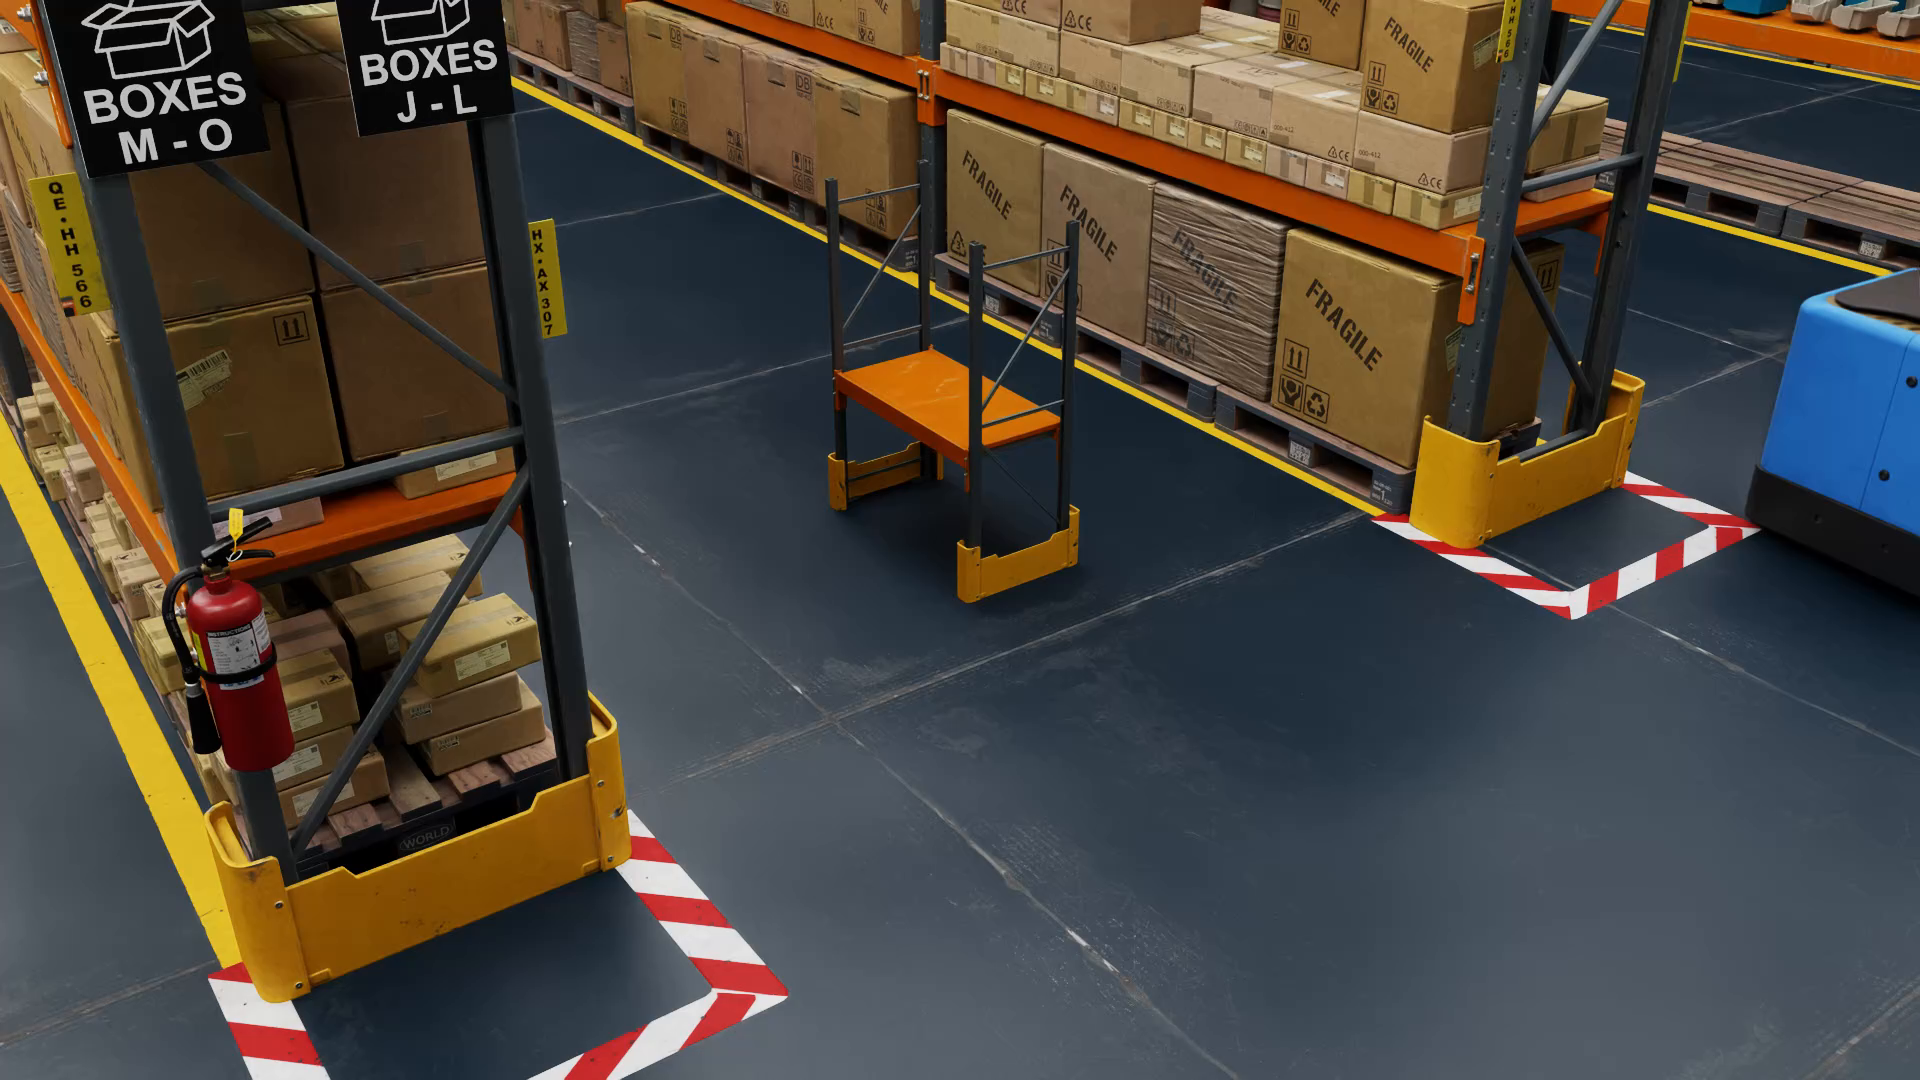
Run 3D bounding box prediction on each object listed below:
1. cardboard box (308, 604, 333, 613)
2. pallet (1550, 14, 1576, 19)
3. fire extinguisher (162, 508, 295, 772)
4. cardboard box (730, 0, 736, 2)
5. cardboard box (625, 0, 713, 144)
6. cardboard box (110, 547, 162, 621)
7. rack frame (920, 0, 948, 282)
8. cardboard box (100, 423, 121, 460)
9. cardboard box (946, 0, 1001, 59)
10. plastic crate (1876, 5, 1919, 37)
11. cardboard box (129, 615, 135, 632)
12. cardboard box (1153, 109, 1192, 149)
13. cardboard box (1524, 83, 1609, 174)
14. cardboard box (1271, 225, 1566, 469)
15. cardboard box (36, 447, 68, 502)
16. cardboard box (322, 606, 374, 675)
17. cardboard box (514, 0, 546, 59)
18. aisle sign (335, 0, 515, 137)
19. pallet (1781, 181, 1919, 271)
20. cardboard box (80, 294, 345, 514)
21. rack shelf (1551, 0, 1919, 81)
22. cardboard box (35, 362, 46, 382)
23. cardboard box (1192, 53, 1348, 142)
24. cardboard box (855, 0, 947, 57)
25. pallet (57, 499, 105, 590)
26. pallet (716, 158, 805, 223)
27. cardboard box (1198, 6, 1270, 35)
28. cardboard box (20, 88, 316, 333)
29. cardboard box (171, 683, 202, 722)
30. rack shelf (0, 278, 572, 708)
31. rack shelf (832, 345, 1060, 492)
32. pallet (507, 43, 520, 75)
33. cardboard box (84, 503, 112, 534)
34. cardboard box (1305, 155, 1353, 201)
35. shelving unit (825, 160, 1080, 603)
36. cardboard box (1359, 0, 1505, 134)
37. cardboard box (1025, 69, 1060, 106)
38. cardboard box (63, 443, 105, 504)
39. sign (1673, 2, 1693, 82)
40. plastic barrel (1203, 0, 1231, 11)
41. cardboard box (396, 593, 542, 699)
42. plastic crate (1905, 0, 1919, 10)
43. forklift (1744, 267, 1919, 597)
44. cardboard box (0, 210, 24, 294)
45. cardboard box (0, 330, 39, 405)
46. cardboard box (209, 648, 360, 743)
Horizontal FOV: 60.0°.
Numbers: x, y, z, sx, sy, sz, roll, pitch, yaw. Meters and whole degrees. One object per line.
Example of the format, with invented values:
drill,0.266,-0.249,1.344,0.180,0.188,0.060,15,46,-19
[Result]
cardboard box,-2.263,0.230,6.230,0.380,0.149,0.250,-19,34,-31
pallet,6.365,-5.828,17.761,1.003,0.211,1.213,-19,34,-31
fire extinguisher,-1.797,0.254,4.111,0.296,0.674,0.183,-19,34,-31
cardboard box,-1.447,-3.995,11.358,0.500,0.500,0.500,-19,34,-31
cardboard box,-1.725,-3.590,12.504,1.225,0.875,0.875,-21,35,-33
cardboard box,-2.733,0.115,5.819,0.380,0.149,0.250,-17,33,-29
rack frame,0.211,-3.058,9.739,1.000,3.000,0.127,-19,34,-31
cardboard box,-2.425,-0.401,5.108,0.380,0.149,0.250,-18,33,-29
cardboard box,0.271,-2.868,9.234,0.500,0.250,0.500,-19,34,-32
plastic crate,5.789,-3.169,10.155,0.396,0.136,0.243,-19,34,-31
cardboard box,-2.852,0.267,6.162,0.380,0.149,0.250,-18,33,-30
cardboard box,1.170,-2.035,8.117,0.380,0.149,0.250,-18,33,-30
cardboard box,2.473,-1.830,7.321,0.500,0.250,0.500,-20,34,-32
cardboard box,2.095,-0.981,7.699,0.875,0.875,0.875,-19,34,-31
cardboard box,-3.784,-0.322,7.248,0.380,0.149,0.250,-18,33,-29
cardboard box,-1.989,0.300,5.789,0.380,0.149,0.250,-18,33,-30
cardboard box,-3.504,-4.611,14.755,0.700,0.500,0.500,-22,36,-35
aisle sign,-1.281,-1.367,3.900,0.394,0.787,0.004,-19,34,-31
pallet,6.119,-1.981,10.676,1.003,0.211,1.213,-19,34,-31
cardboard box,-2.038,-0.448,4.515,0.500,0.500,0.500,-18,33,-30
rack shelf,5.406,-3.336,11.003,1.077,0.370,4.000,-19,34,-31
cardboard box,-3.856,-0.727,7.369,0.380,0.149,0.250,-17,33,-29
cardboard box,1.445,-2.078,7.779,0.500,0.250,0.500,-20,34,-32
cardboard box,-0.282,-3.209,9.910,0.500,0.500,0.500,-19,34,-30
pallet,-3.469,-0.248,7.485,1.003,0.211,1.213,-19,34,-31
pallet,-1.009,-2.587,11.792,1.003,0.211,1.213,-19,34,-31
cardboard box,1.280,-2.625,8.787,0.500,0.250,0.500,-18,33,-30
cardboard box,-2.035,-0.893,4.287,0.500,0.500,0.500,-20,34,-32
cardboard box,-2.409,0.440,5.532,0.380,0.149,0.250,-20,35,-33
rack shelf,-2.727,-0.631,6.023,1.077,0.370,4.000,-19,34,-31
rack shelf,-0.049,-0.534,7.039,0.538,0.185,1.000,-19,34,-31
pallet,-3.976,-4.641,15.574,1.003,0.211,1.213,-19,34,-31
cardboard box,-3.158,-0.065,6.461,0.380,0.149,0.250,-19,34,-31
cardboard box,1.759,-1.639,7.389,0.380,0.149,0.250,-19,34,-31
shelving unit,-0.044,-0.689,6.947,0.587,1.500,1.083,-19,34,-31
cardboard box,2.035,-2.014,6.876,0.500,0.500,0.500,-18,33,-30
cardboard box,0.572,-2.435,8.854,0.380,0.149,0.250,-20,34,-32
cardboard box,-3.307,-0.302,6.586,0.380,0.149,0.250,-18,33,-30
sign,2.987,-2.070,6.928,0.100,0.325,0.005,-19,34,-31
plastic barrel,2.223,-5.030,15.203,0.600,0.830,0.708,-19,34,-31
cardboard box,-1.594,0.339,5.406,0.380,0.149,0.250,-21,35,-33
plastic crate,6.179,-3.383,10.550,0.250,0.136,0.298,-19,34,-31
forklift,4.973,-1.506,6.951,3.031,2.935,1.130,-16,32,-27
cardboard box,-3.250,-1.241,5.975,0.500,0.500,0.500,-20,34,-32
cardboard box,-4.522,-1.029,8.180,0.500,0.500,0.500,-19,34,-32
cardboard box,-2.081,0.502,5.107,0.380,0.149,0.250,-18,33,-30
